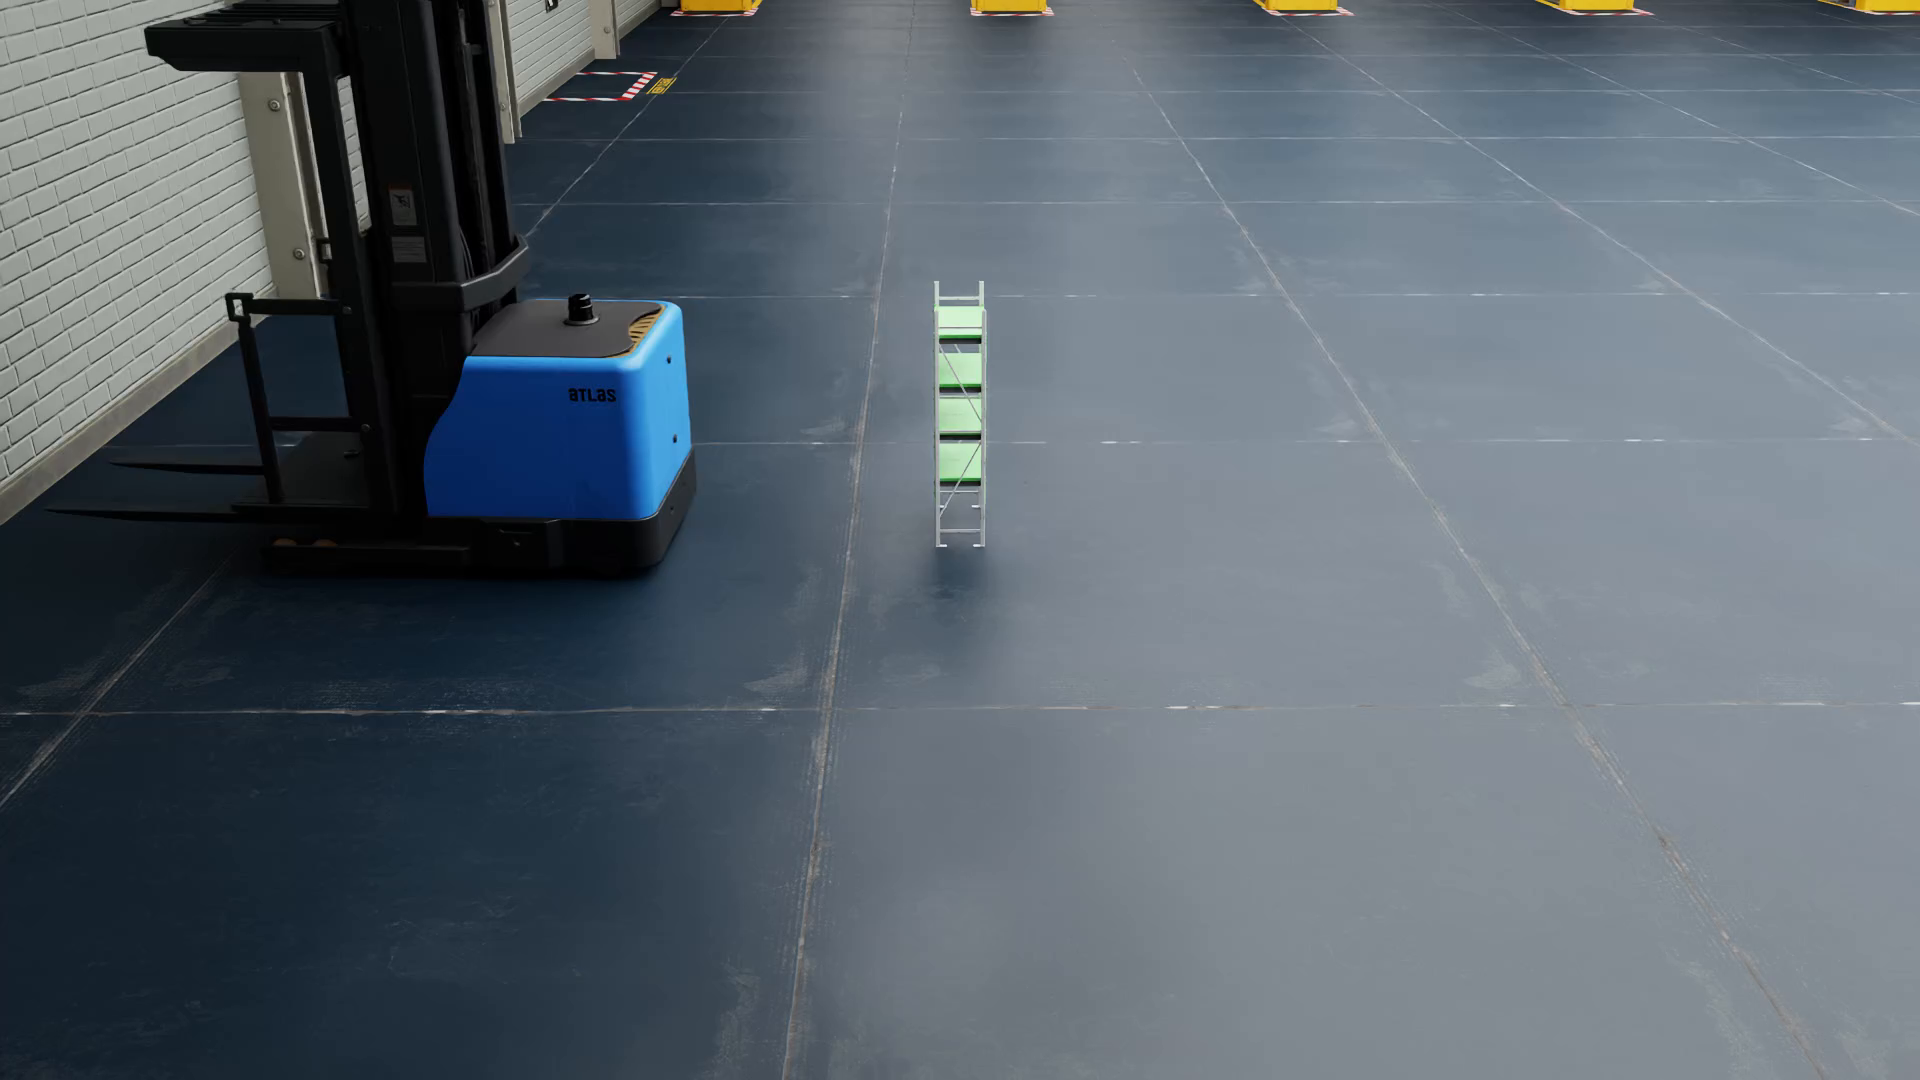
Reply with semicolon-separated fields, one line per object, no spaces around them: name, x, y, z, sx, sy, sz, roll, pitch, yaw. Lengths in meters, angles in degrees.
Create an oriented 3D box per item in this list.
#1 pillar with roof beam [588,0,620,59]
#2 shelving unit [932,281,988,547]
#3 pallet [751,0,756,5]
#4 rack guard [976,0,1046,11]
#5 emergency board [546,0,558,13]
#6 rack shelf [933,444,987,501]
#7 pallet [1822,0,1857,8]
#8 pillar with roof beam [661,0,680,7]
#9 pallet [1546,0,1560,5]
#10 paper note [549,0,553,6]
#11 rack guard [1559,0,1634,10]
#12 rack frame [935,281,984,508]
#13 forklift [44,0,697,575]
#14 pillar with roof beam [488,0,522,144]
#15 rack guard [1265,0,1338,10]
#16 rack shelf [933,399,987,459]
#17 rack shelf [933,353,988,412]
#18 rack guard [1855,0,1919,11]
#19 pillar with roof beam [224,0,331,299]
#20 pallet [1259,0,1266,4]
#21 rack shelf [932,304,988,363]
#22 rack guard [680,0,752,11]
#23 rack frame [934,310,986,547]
pillar with roof beam;-0.603;-10.833;21.282;9.100;9.000;0.400;0;24;-1
shelving unit;-0.002;-0.615;8.154;0.258;1.200;0.503;0;24;-1
pallet;-4.075;-9.363;28.697;1.003;0.211;1.213;0;24;-1
rack guard;0.853;-9.143;27.858;1.175;0.500;0.348;0;24;-1
emergency board;-4.919;-7.061;20.223;0.194;1.169;0.643;0;24;-1
rack shelf;-0.002;-0.338;8.279;0.258;0.148;0.480;0;24;-1
pallet;15.632;-9.374;28.720;1.003;0.211;1.213;0;24;-1
pillar with roof beam;-0.669;-13.305;26.748;9.100;9.000;0.400;0;24;-1
pallet;10.784;-9.430;28.845;1.003;0.211;1.213;0;24;-1
paper note;-4.986;-6.587;20.243;0.016;0.148;0.142;0;24;-1
rack guard;10.757;-9.227;28.044;1.175;0.500;0.348;0;24;-1
rack frame;-0.004;-0.715;8.376;0.240;1.200;0.015;0;24;-1
forklift;-2.903;-1.386;7.758;3.031;2.935;1.130;1;24;3
pillar with roof beam;-0.538;-8.360;15.815;9.100;9.000;0.400;0;24;-1
rack guard;5.758;-9.204;27.995;1.175;0.500;0.348;0;24;-1
rack shelf;-0.002;-0.557;8.180;0.258;0.148;0.480;0;24;-1
rack shelf;-0.002;-0.775;8.081;0.258;0.148;0.480;0;24;-1
rack guard;15.719;-9.166;27.911;1.175;0.500;0.348;0;24;-1
pillar with roof beam;-0.472;-5.888;10.349;9.100;9.000;0.400;0;24;-1
pallet;5.754;-9.408;28.795;1.003;0.211;1.213;0;24;-1
rack shelf;-0.002;-0.994;7.982;0.258;0.148;0.480;0;24;-1
rack guard;-4.102;-9.160;27.897;1.175;0.500;0.348;0;24;-1
rack frame;0.001;-0.514;7.931;0.240;1.200;0.015;0;24;-1
